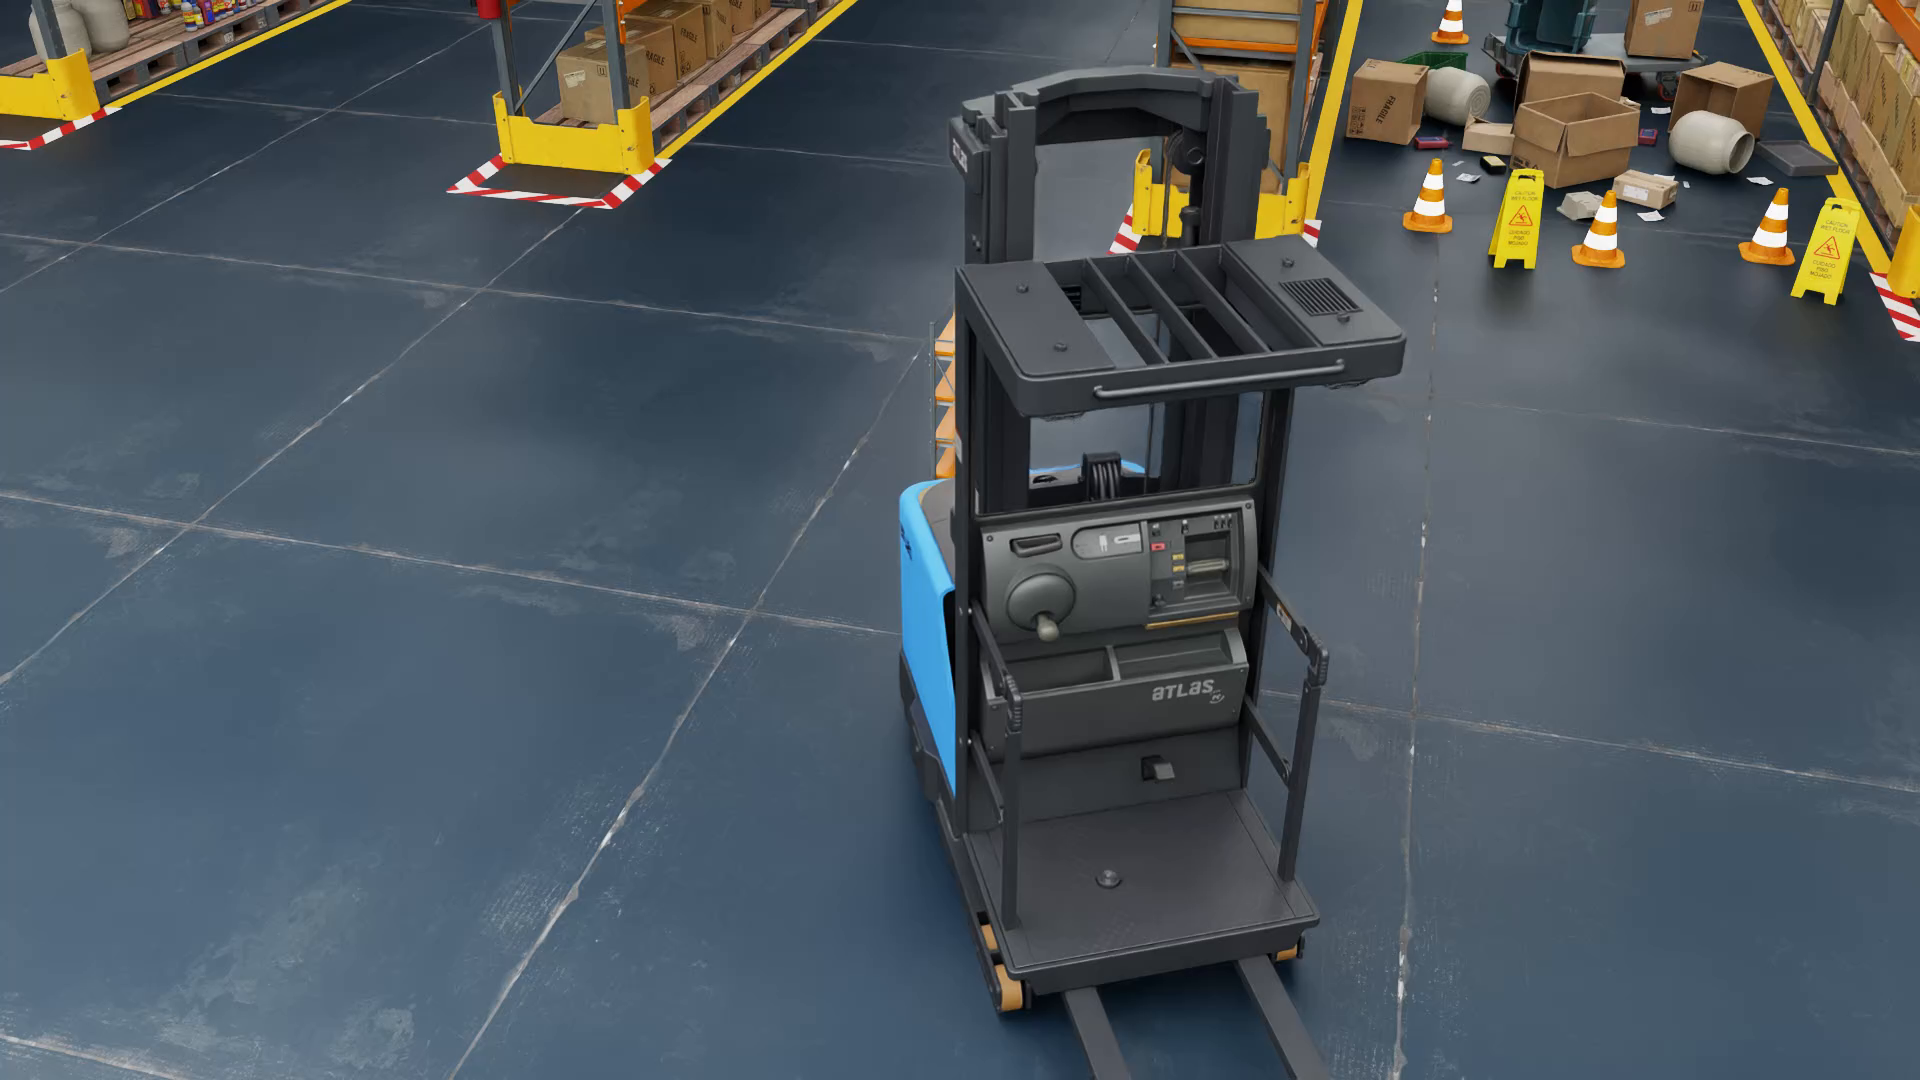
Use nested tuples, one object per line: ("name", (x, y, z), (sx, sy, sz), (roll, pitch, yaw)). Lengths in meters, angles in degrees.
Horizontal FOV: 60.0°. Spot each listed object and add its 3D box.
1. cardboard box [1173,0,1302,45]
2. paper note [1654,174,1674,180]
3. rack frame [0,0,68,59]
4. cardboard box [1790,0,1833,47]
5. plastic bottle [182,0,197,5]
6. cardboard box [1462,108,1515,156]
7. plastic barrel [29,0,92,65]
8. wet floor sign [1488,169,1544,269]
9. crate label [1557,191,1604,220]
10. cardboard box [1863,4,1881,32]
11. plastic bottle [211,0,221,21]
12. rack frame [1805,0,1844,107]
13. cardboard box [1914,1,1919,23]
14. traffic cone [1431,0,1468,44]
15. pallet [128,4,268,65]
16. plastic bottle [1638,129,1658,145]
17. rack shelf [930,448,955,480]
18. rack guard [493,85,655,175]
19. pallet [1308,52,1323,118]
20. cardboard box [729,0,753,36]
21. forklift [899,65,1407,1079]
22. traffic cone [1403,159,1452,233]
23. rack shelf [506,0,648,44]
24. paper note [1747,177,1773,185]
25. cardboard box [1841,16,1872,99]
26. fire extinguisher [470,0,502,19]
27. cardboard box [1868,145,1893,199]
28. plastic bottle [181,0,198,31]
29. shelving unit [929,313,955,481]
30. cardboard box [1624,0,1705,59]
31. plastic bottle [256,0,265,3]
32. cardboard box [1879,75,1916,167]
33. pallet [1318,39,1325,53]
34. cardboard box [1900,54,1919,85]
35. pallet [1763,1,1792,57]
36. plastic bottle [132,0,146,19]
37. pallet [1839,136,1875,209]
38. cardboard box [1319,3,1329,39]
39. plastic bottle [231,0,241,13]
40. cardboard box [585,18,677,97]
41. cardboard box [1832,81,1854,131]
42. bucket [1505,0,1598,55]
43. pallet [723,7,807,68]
("cardboard box", (1.854, -3.690, 11.118), (0.875, 0.550, 0.550), (8, 33, 12))
("paper note", (5.293, -2.730, 12.527), (0.148, 0.019, 0.142), (20, 38, 29))
("rack frame", (-7.759, -4.830, 13.051), (1.000, 3.000, 0.127), (8, 33, 12))
("cardboard box", (7.942, -4.596, 14.742), (0.950, 0.372, 0.625), (10, 34, 15))
("plastic bottle", (-7.356, -5.253, 15.847), (0.152, 0.276, 0.135), (8, 33, 12))
("cardboard box", (4.164, -3.207, 13.047), (0.396, 0.266, 0.258), (14, 35, 21))
("plastic barrel", (-7.666, -4.309, 14.159), (0.421, 0.512, 0.421), (0, 32, 0))
("wet floor sign", (3.712, -2.149, 11.030), (0.267, 0.644, 0.232), (3, 33, 4))
("crate label", (4.458, -2.388, 11.878), (0.250, 0.136, 0.298), (-8, 33, -13))
("cardboard box", (7.003, -3.896, 12.450), (0.380, 0.149, 0.250), (9, 34, 14))
("plastic bottle", (-6.910, -4.940, 15.358), (0.097, 0.271, 0.097), (0, 32, 0))
("rack frame", (7.632, -4.882, 13.133), (1.000, 3.000, 0.127), (8, 33, 12))
("cardboard box", (6.762, -3.596, 11.346), (0.380, 0.149, 0.250), (8, 33, 12))
("traffic cone", (4.620, -4.923, 15.563), (0.336, 0.463, 0.334), (8, 33, 12))
("pallet", (-7.262, -4.751, 15.526), (1.003, 0.211, 1.213), (8, 33, 12))
("plastic bottle", (5.491, -3.227, 13.270), (0.133, 0.061, 0.283), (14, 35, 21))
("rack shelf", (0.042, -0.368, 8.206), (0.258, 0.148, 0.480), (8, 33, 12))
("rack guard", (-2.949, -3.140, 12.723), (1.175, 0.500, 0.348), (8, 33, 12))
("pallet", (2.550, -3.943, 14.255), (1.003, 0.211, 1.213), (8, 33, 12))
("cardboard box", (-2.231, -4.853, 15.026), (0.500, 0.500, 0.500), (19, 37, 27))
("forklift", (0.581, 0.153, 5.277), (1.130, 2.935, 3.031), (-7, 33, -11))
("traffic cone", (3.312, -2.439, 11.656), (0.336, 0.463, 0.334), (8, 33, 12))
("rack shelf", (-2.461, -4.890, 13.816), (1.077, 0.370, 4.000), (8, 33, 12))
("paper note", (6.005, -2.699, 12.467), (0.142, 0.019, 0.148), (-3, 33, -4))
("cardboard box", (7.097, -3.666, 12.694), (0.500, 0.500, 0.500), (9, 34, 14))
("fire extinguisher", (-3.443, -4.126, 12.016), (0.296, 0.674, 0.183), (8, 33, 12))
("cardboard box", (6.701, -2.547, 11.632), (0.500, 0.250, 0.500), (8, 33, 13))
("plastic bottle", (-6.997, -4.762, 15.078), (0.097, 0.271, 0.097), (0, 32, 0))
("shelving unit", (0.042, -0.592, 8.063), (0.258, 1.200, 0.503), (8, 33, 12))
("cardboard box", (5.903, -4.373, 13.957), (0.500, 0.500, 0.500), (8, 33, 12))
("plastic bottle", (-6.759, -5.332, 15.901), (0.144, 0.351, 0.185), (8, 33, 12))
("cardboard box", (6.698, -2.862, 11.428), (0.500, 0.500, 0.500), (9, 34, 14))
("pallet", (2.942, -4.737, 15.505), (1.003, 0.211, 1.213), (8, 33, 12))
("cardboard box", (6.664, -3.194, 11.346), (0.380, 0.149, 0.250), (9, 33, 13))
("pallet", (8.136, -4.744, 15.516), (1.003, 0.211, 1.213), (8, 33, 12))
("plastic bottle", (-7.626, -5.006, 15.457), (0.152, 0.276, 0.135), (8, 33, 13))
("pallet", (7.189, -2.717, 12.326), (1.003, 0.211, 1.213), (8, 33, 12))
("cardboard box", (2.889, -5.065, 15.128), (1.050, 0.750, 0.750), (8, 33, 12))
("plastic bottle", (-6.834, -5.097, 15.605), (0.097, 0.271, 0.097), (0, 32, 0))
("cardboard box", (-2.675, -3.914, 13.550), (0.500, 0.500, 0.500), (17, 36, 25))
("cardboard box", (7.097, -3.351, 12.896), (0.500, 0.250, 0.500), (10, 34, 15))
("bucket", (5.014, -4.379, 13.976), (0.726, 0.611, 0.620), (20, 28, 29))
("pallet", (-2.089, -4.701, 15.448), (1.003, 0.211, 1.213), (8, 33, 12))
